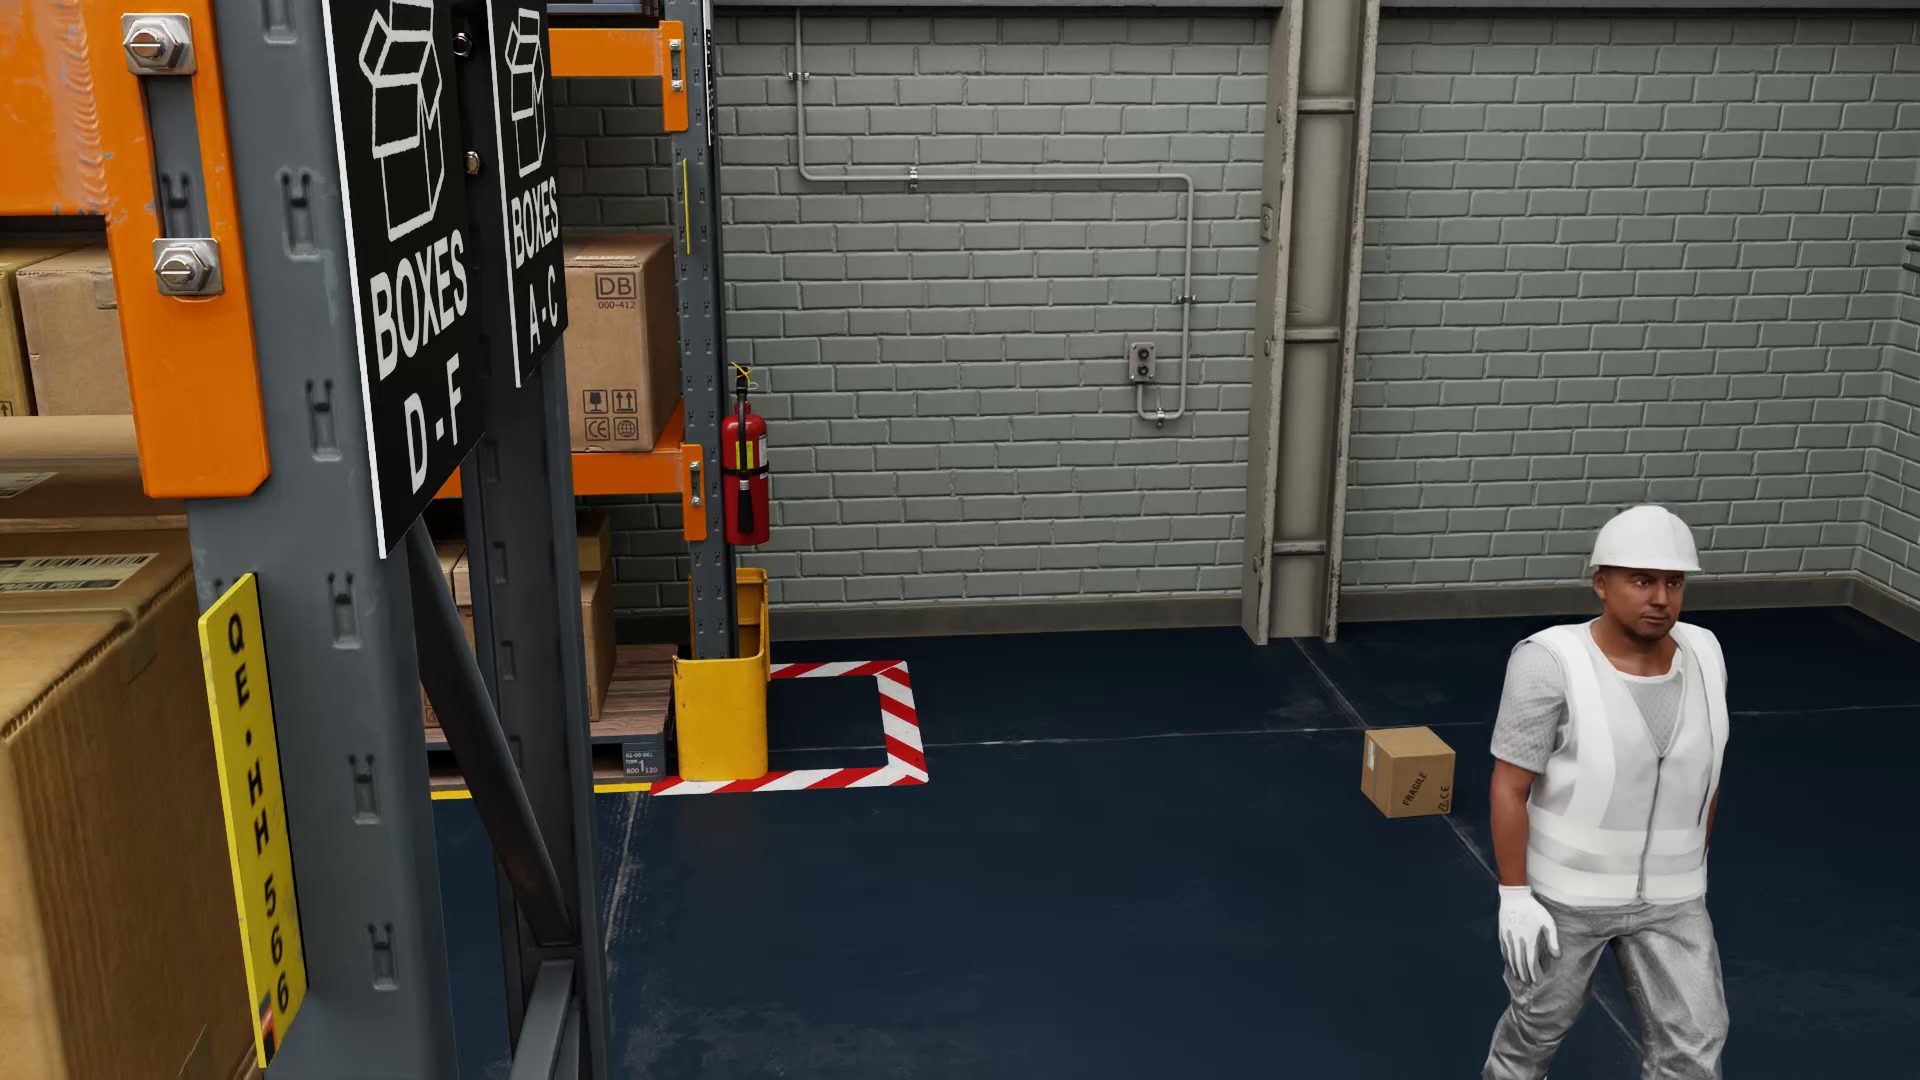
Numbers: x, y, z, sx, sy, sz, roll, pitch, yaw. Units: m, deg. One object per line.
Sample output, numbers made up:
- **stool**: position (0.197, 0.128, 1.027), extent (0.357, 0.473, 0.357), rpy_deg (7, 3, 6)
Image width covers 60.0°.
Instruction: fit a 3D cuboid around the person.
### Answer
- **person**: position (1.483, 0.832, 3.743), extent (0.601, 1.832, 0.706), rpy_deg (-1, 17, -4)
